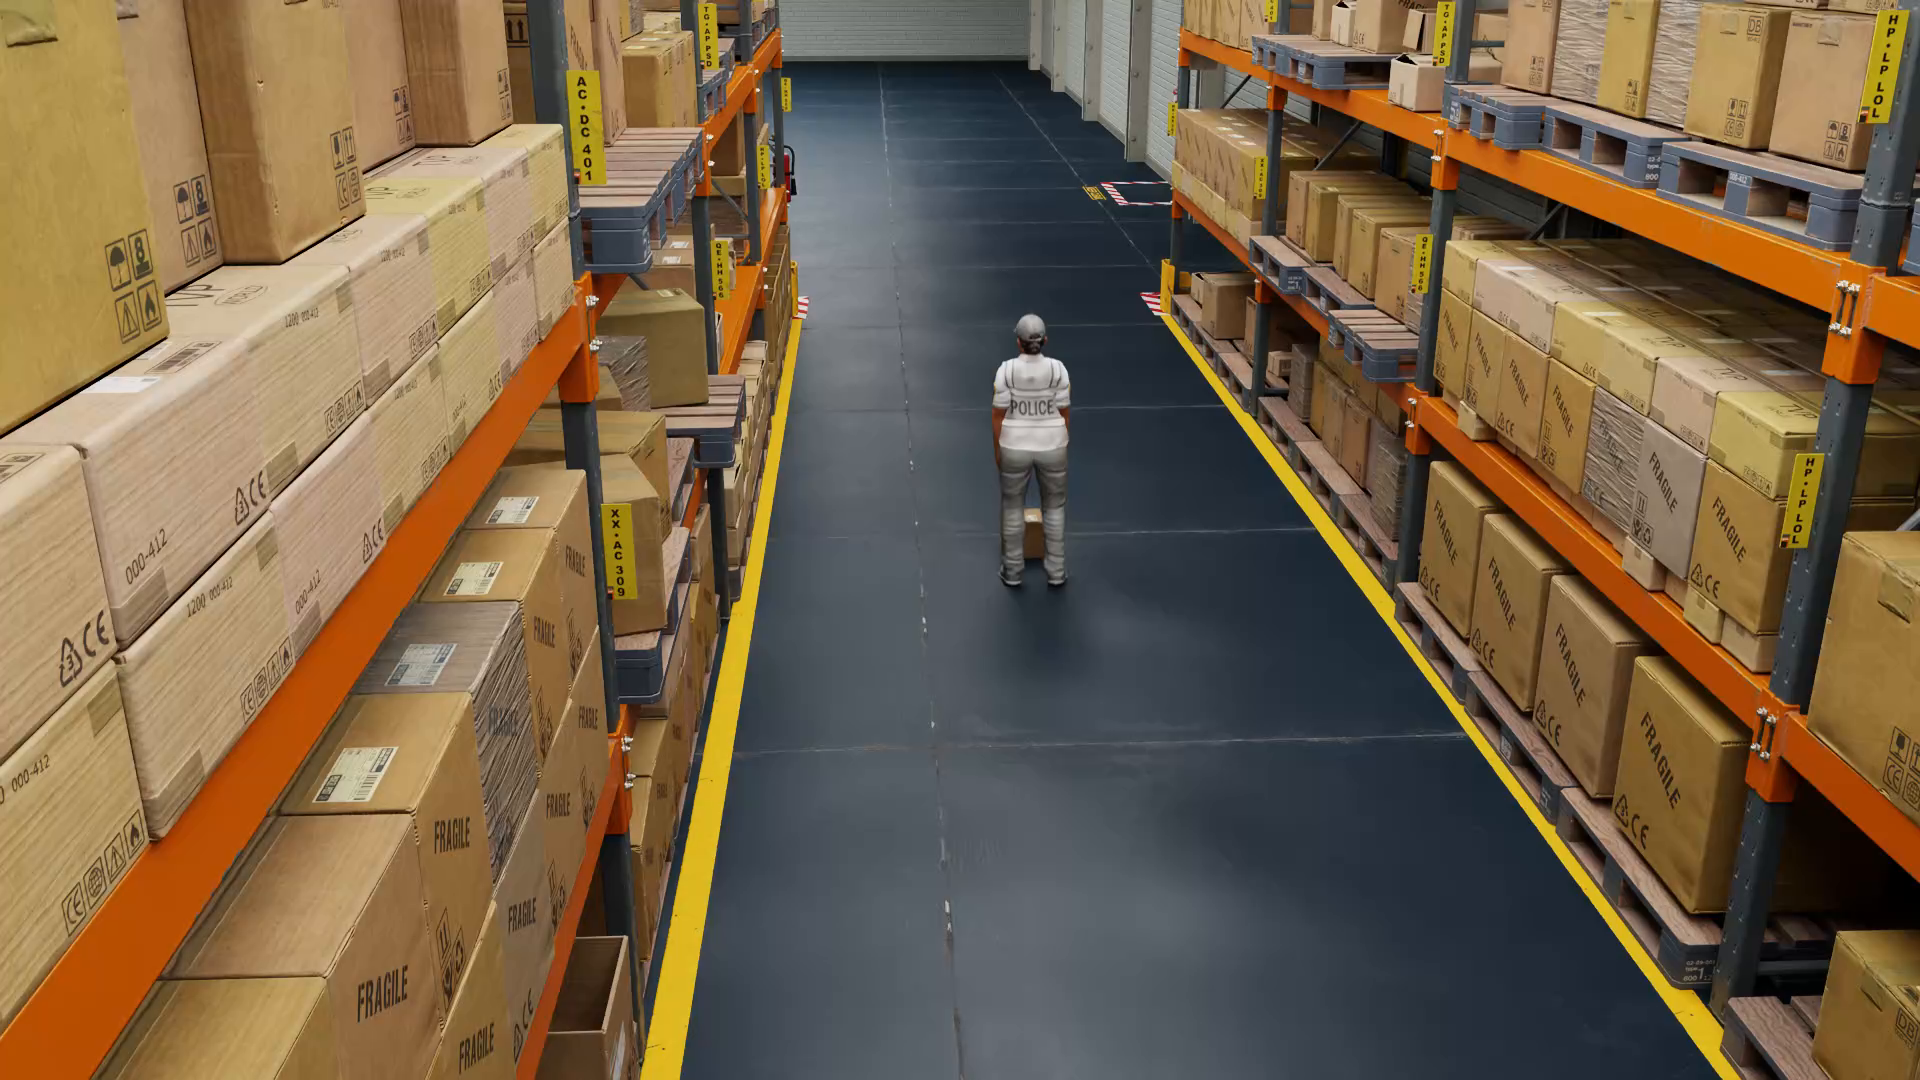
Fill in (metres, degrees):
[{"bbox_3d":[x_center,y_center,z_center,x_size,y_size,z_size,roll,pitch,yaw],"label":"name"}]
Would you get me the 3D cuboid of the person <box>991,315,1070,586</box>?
[{"bbox_3d":[0.426,-0.531,10.011,0.481,1.676,0.390,-1,21,-2],"label":"person"}]
